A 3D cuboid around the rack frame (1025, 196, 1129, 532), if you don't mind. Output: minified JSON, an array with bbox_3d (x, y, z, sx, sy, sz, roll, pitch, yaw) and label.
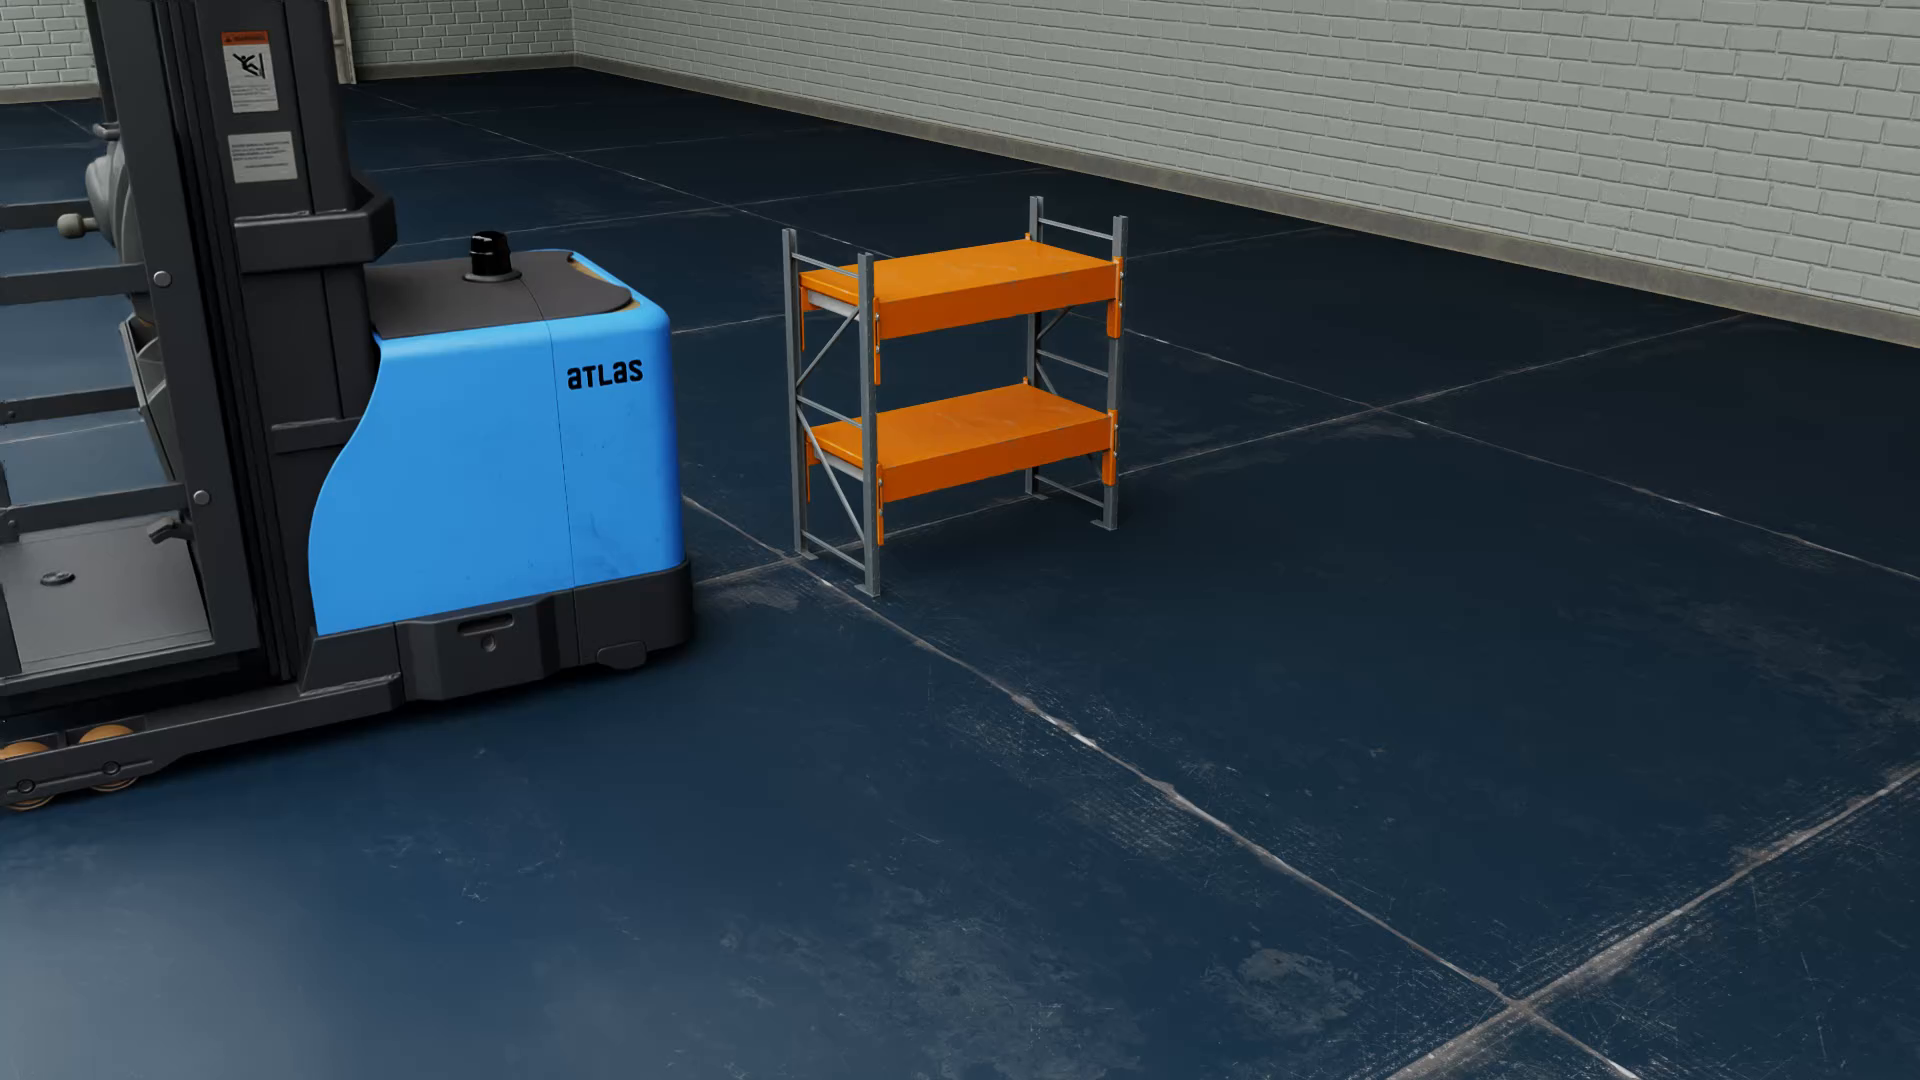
[{"bbox_3d":[0.407,-0.631,5.960,0.032,1.125,0.500,-15,26,-33],"label":"rack frame"}]

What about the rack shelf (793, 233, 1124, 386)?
[{"bbox_3d":[-0.005,-0.793,5.576,1.000,0.278,0.538,-15,26,-33],"label":"rack shelf"}]

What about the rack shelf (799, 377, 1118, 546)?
[{"bbox_3d":[-0.005,-0.294,5.775,1.000,0.278,0.538,-15,26,-33],"label":"rack shelf"}]

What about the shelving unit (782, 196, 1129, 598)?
[{"bbox_3d":[-0.005,-0.521,5.684,1.048,1.125,0.538,-15,26,-33],"label":"shelving unit"}]

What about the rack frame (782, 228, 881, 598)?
[{"bbox_3d":[-0.418,-0.411,5.408,0.032,1.125,0.500,-15,26,-33],"label":"rack frame"}]

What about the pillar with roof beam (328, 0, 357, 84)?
[{"bbox_3d":[-4.587,-8.073,13.987,0.400,9.000,9.100,-15,26,-33],"label":"pillar with roof beam"}]

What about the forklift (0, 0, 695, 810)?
[{"bbox_3d":[-2.343,-0.905,4.209,3.031,2.935,1.130,-11,24,-26],"label":"forklift"}]
